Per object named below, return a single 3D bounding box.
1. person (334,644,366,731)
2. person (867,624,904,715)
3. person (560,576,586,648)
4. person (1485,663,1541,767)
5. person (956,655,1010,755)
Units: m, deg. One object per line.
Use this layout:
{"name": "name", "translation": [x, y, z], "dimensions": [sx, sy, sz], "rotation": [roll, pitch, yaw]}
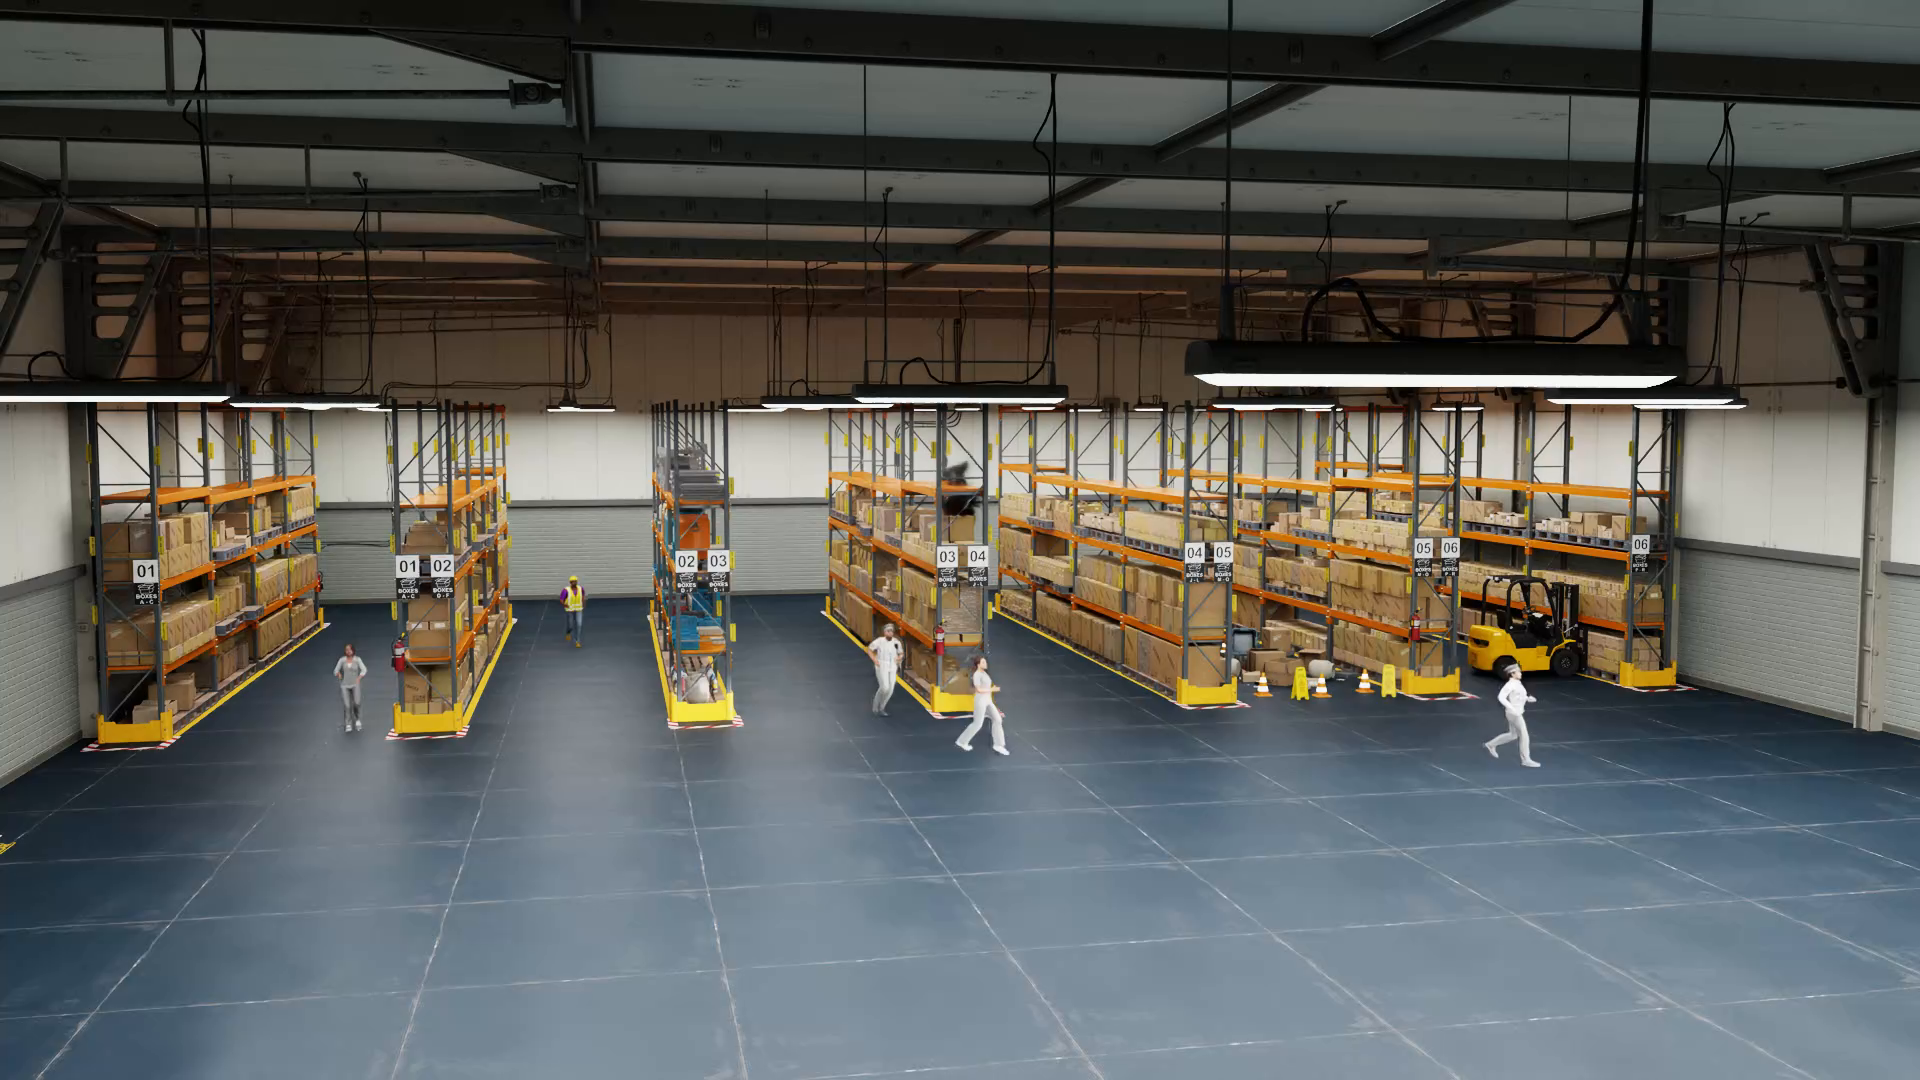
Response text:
{"name": "person", "translation": [-11.002, 2.670, 29.981], "dimensions": [0.556, 1.579, 0.500], "rotation": [-1, 4, -16]}
{"name": "person", "translation": [-1.367, 2.469, 31.745], "dimensions": [0.672, 1.764, 0.567], "rotation": [-2, 5, -28]}
{"name": "person", "translation": [-9.552, 1.759, 41.111], "dimensions": [0.672, 1.767, 0.919], "rotation": [-2, 5, -26]}
{"name": "person", "translation": [9.025, 2.830, 27.100], "dimensions": [0.877, 1.670, 0.622], "rotation": [2, 5, 28]}
{"name": "person", "translation": [0.392, 2.781, 28.073], "dimensions": [0.910, 1.686, 0.571], "rotation": [2, 5, 22]}
